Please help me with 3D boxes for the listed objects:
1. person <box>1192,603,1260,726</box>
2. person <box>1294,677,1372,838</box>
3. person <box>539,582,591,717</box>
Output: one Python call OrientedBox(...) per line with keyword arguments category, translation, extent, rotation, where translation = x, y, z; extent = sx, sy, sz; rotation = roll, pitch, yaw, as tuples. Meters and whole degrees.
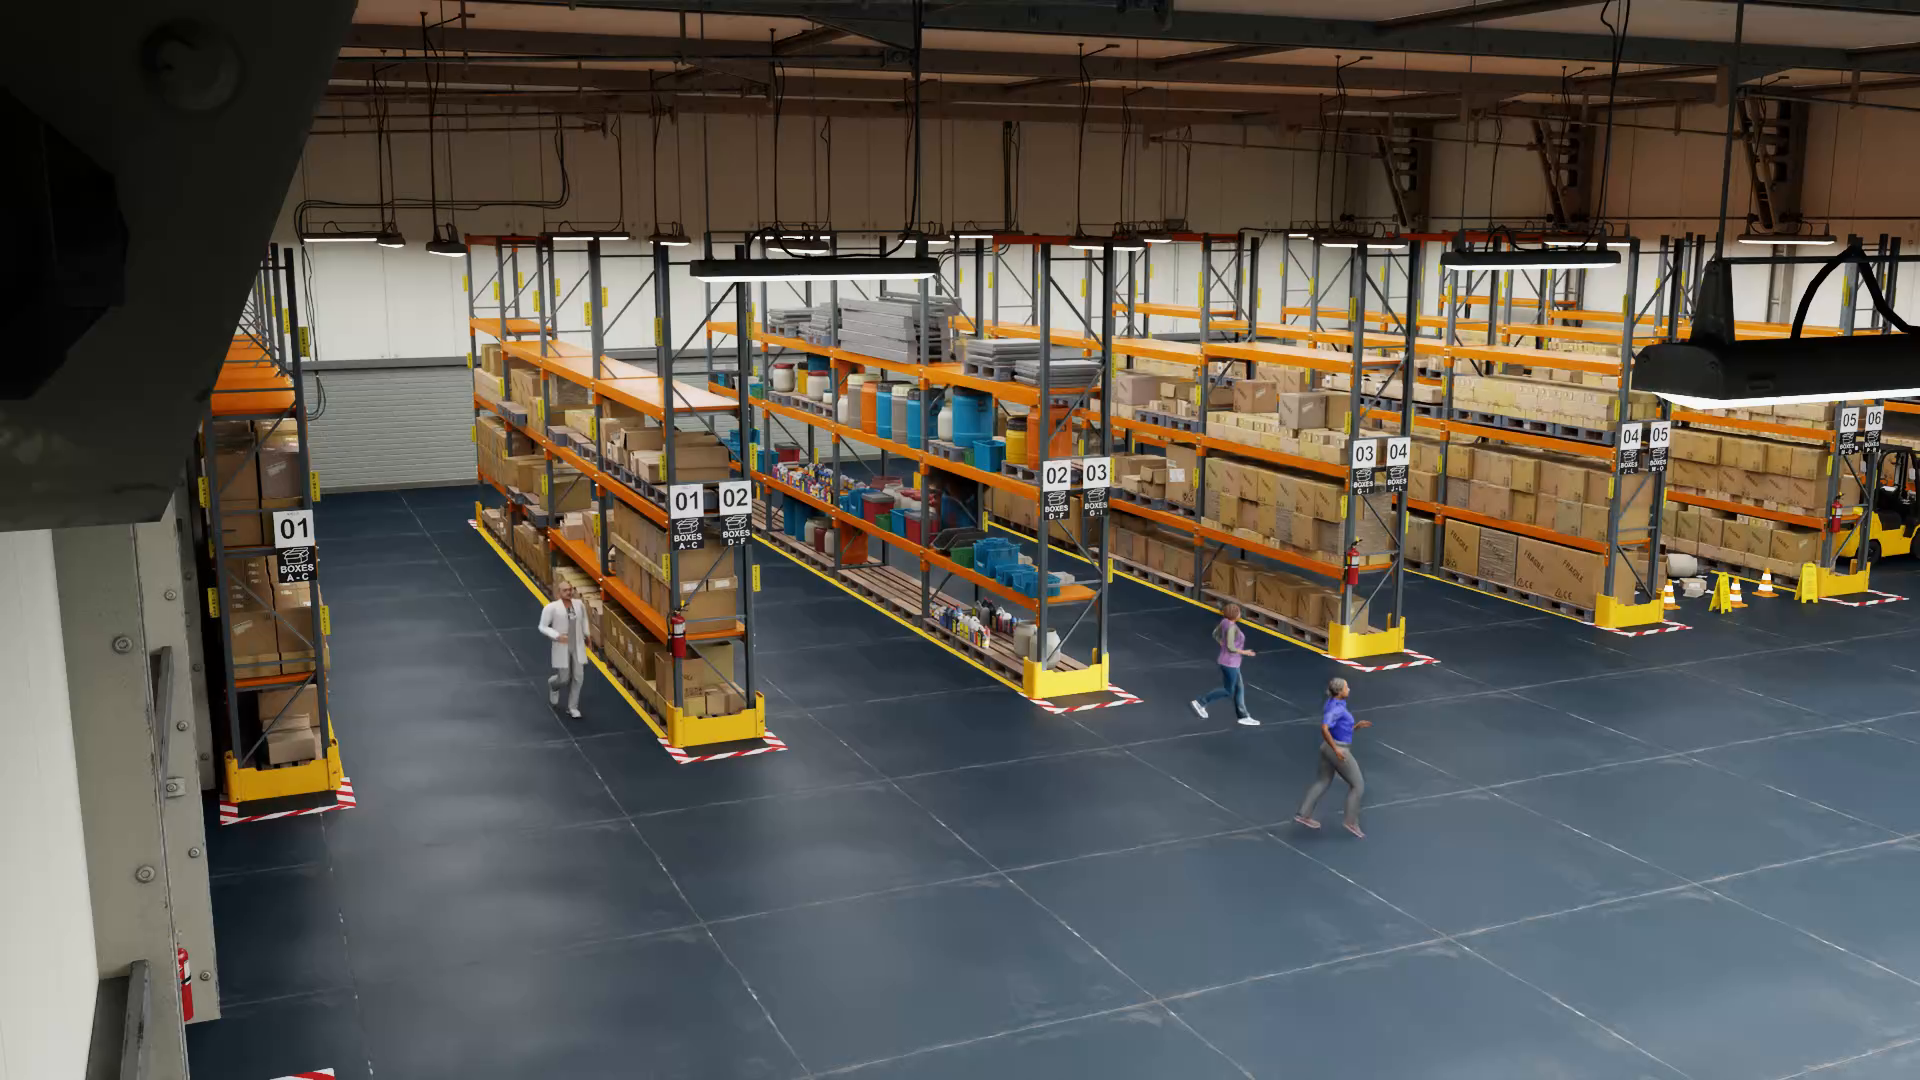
OrientedBox(category="person", translation=(3.357, 1.565, 20.867), extent=(0.865, 1.592, 0.555), rotation=(0, 11, 2))
OrientedBox(category="person", translation=(3.870, 2.254, 17.176), extent=(0.770, 1.719, 0.546), rotation=(-2, 11, -9))
OrientedBox(category="person", translation=(-5.073, 1.382, 21.426), extent=(0.709, 1.735, 0.757), rotation=(-8, 14, -36))
